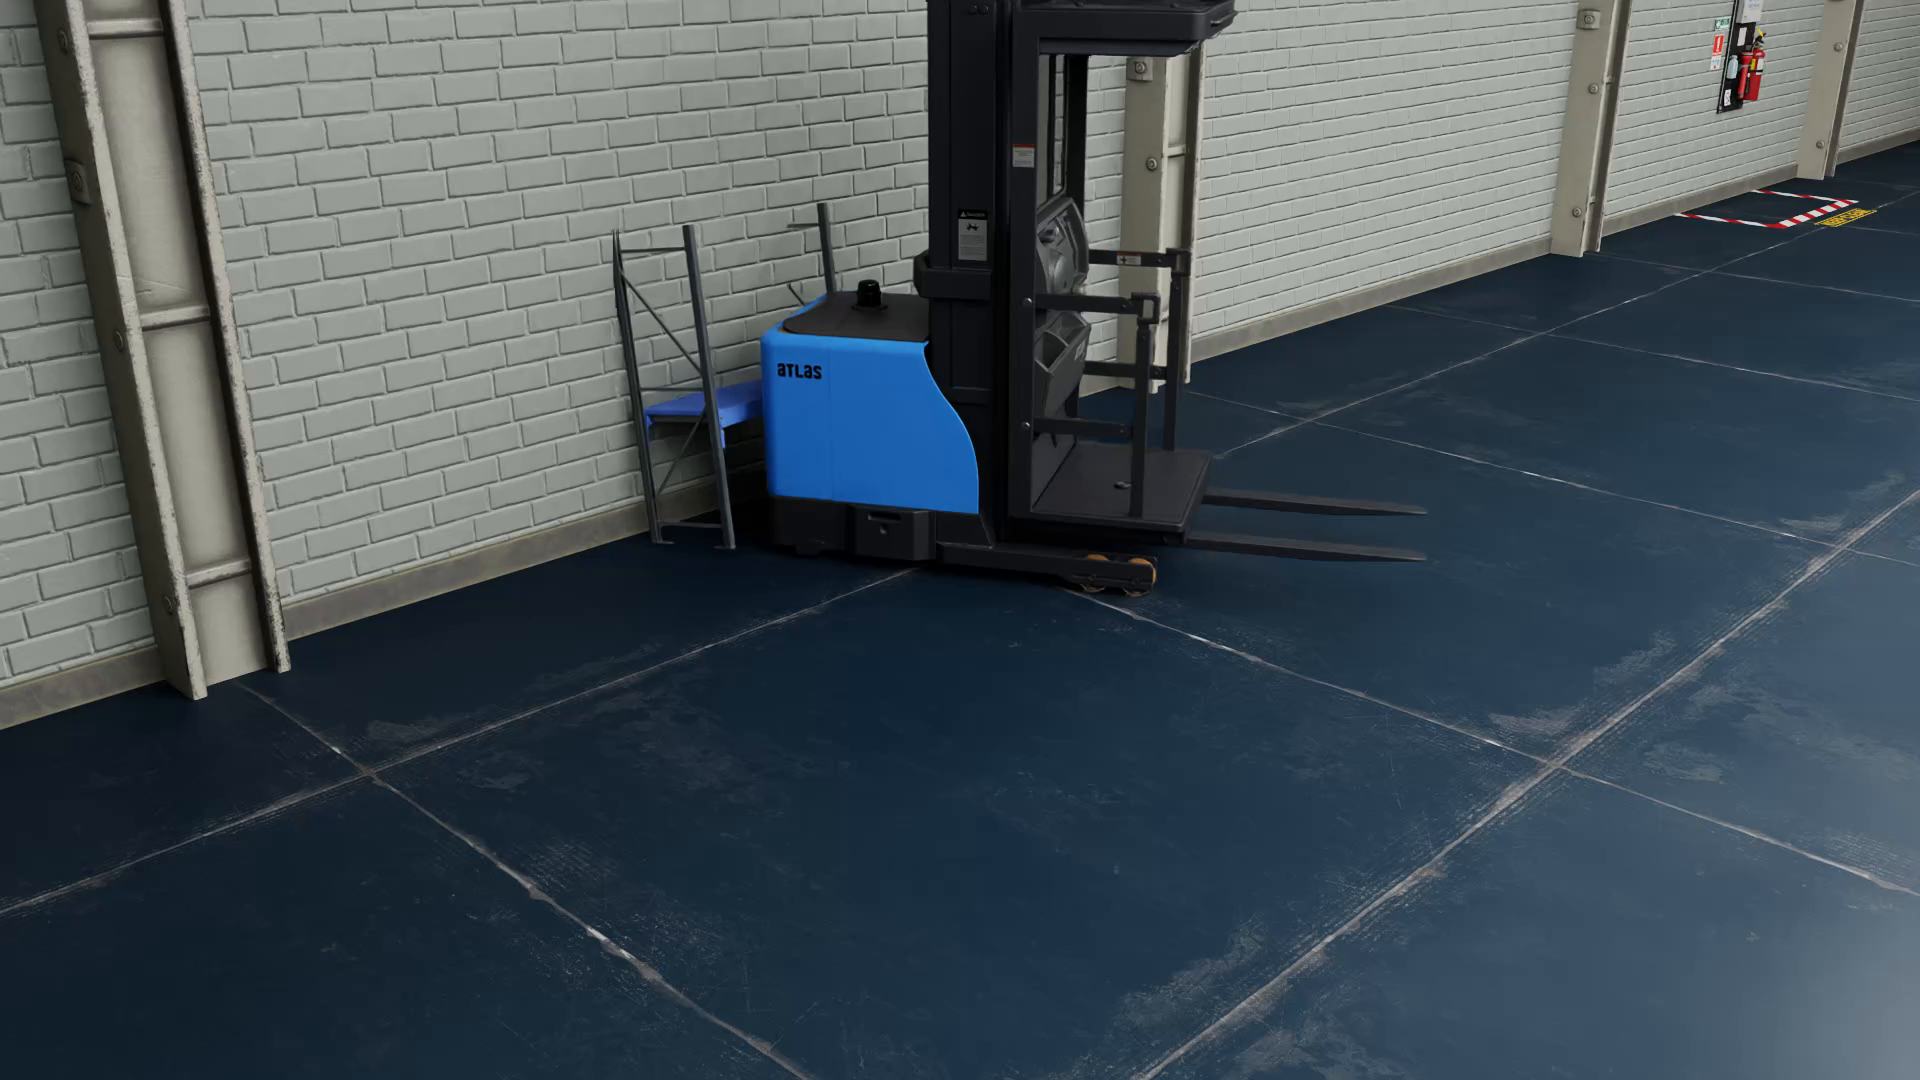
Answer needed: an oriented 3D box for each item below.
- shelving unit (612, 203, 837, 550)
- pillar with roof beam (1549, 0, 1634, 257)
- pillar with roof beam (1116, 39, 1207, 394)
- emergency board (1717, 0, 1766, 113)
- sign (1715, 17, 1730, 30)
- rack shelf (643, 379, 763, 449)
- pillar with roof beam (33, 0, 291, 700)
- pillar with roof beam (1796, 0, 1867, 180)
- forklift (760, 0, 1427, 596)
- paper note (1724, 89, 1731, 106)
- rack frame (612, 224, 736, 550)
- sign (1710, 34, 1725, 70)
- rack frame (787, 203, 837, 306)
[{"bbox_3d":[-1.074,-0.827,8.136,0.538,1.500,1.048,4,17,32],"label":"shelving unit"},{"bbox_3d":[8.509,-5.674,10.293,9.100,9.000,0.400,19,28,41],"label":"pillar with roof beam"},{"bbox_3d":[4.323,-4.131,6.280,9.100,9.000,0.400,19,28,41],"label":"pillar with roof beam"},{"bbox_3d":[7.859,-4.868,16.558,0.194,1.169,0.643,19,28,41],"label":"emergency board"},{"bbox_3d":[7.408,-5.014,16.151,0.001,0.109,0.331,19,28,41],"label":"sign"},{"bbox_3d":[-1.057,-0.654,8.181,0.538,0.185,1.000,4,17,32],"label":"rack shelf"},{"bbox_3d":[0.137,-2.589,2.268,9.100,9.000,0.400,19,28,41],"label":"pillar with roof beam"},{"bbox_3d":[12.694,-7.216,14.306,9.100,9.000,0.400,19,28,41],"label":"pillar with roof beam"},{"bbox_3d":[0.650,-1.329,7.447,3.031,2.935,1.130,5,22,14],"label":"forklift"},{"bbox_3d":[7.686,-4.428,16.642,0.016,0.148,0.142,19,28,41],"label":"paper note"},{"bbox_3d":[-1.338,-0.695,7.722,0.500,1.500,0.032,4,17,32],"label":"rack frame"},{"bbox_3d":[7.399,-4.768,16.249,0.001,0.329,0.234,19,28,41],"label":"sign"},{"bbox_3d":[-0.809,-0.960,8.549,0.500,1.500,0.032,4,17,32],"label":"rack frame"}]
